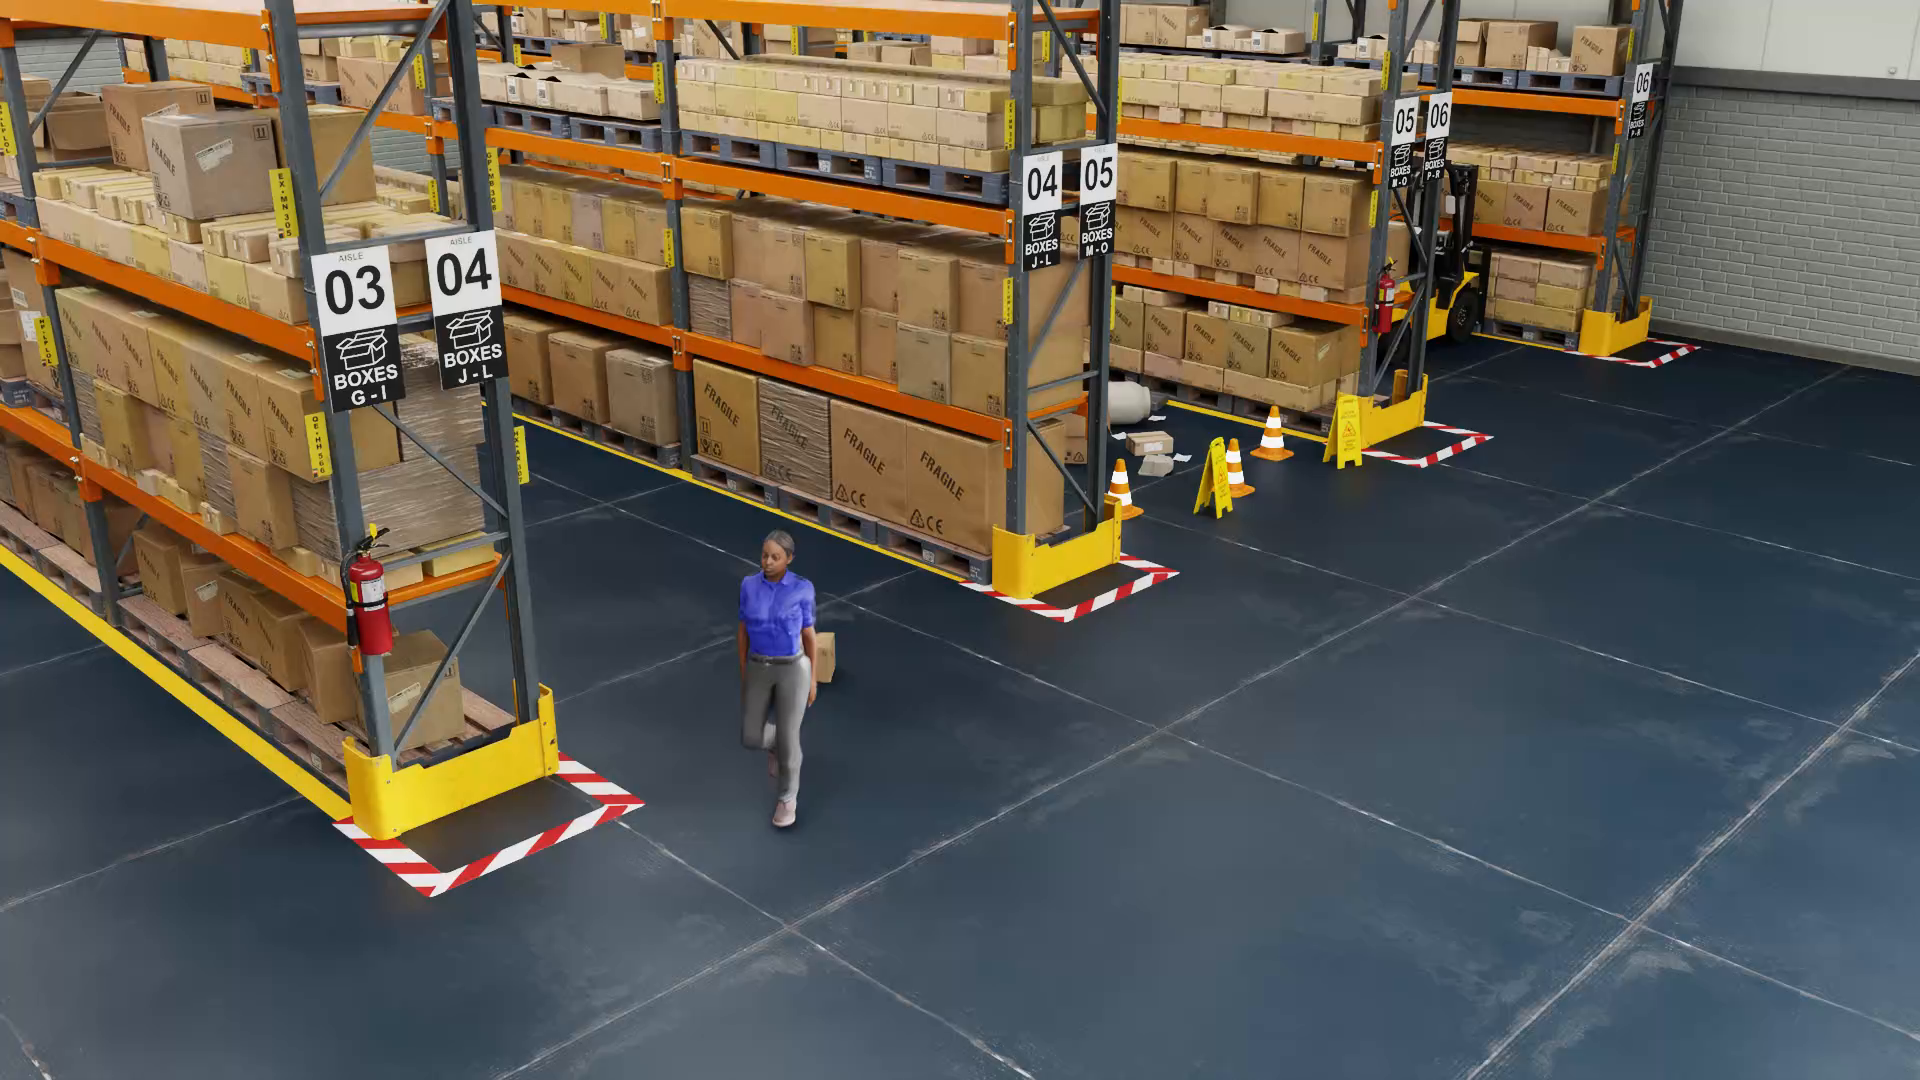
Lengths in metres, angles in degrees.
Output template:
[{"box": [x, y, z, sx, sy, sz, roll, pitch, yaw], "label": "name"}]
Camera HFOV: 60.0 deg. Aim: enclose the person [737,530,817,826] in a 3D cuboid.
[{"box": [-0.996, 0.714, 9.148, 0.448, 1.636, 0.611, 4, 21, 11], "label": "person"}]
